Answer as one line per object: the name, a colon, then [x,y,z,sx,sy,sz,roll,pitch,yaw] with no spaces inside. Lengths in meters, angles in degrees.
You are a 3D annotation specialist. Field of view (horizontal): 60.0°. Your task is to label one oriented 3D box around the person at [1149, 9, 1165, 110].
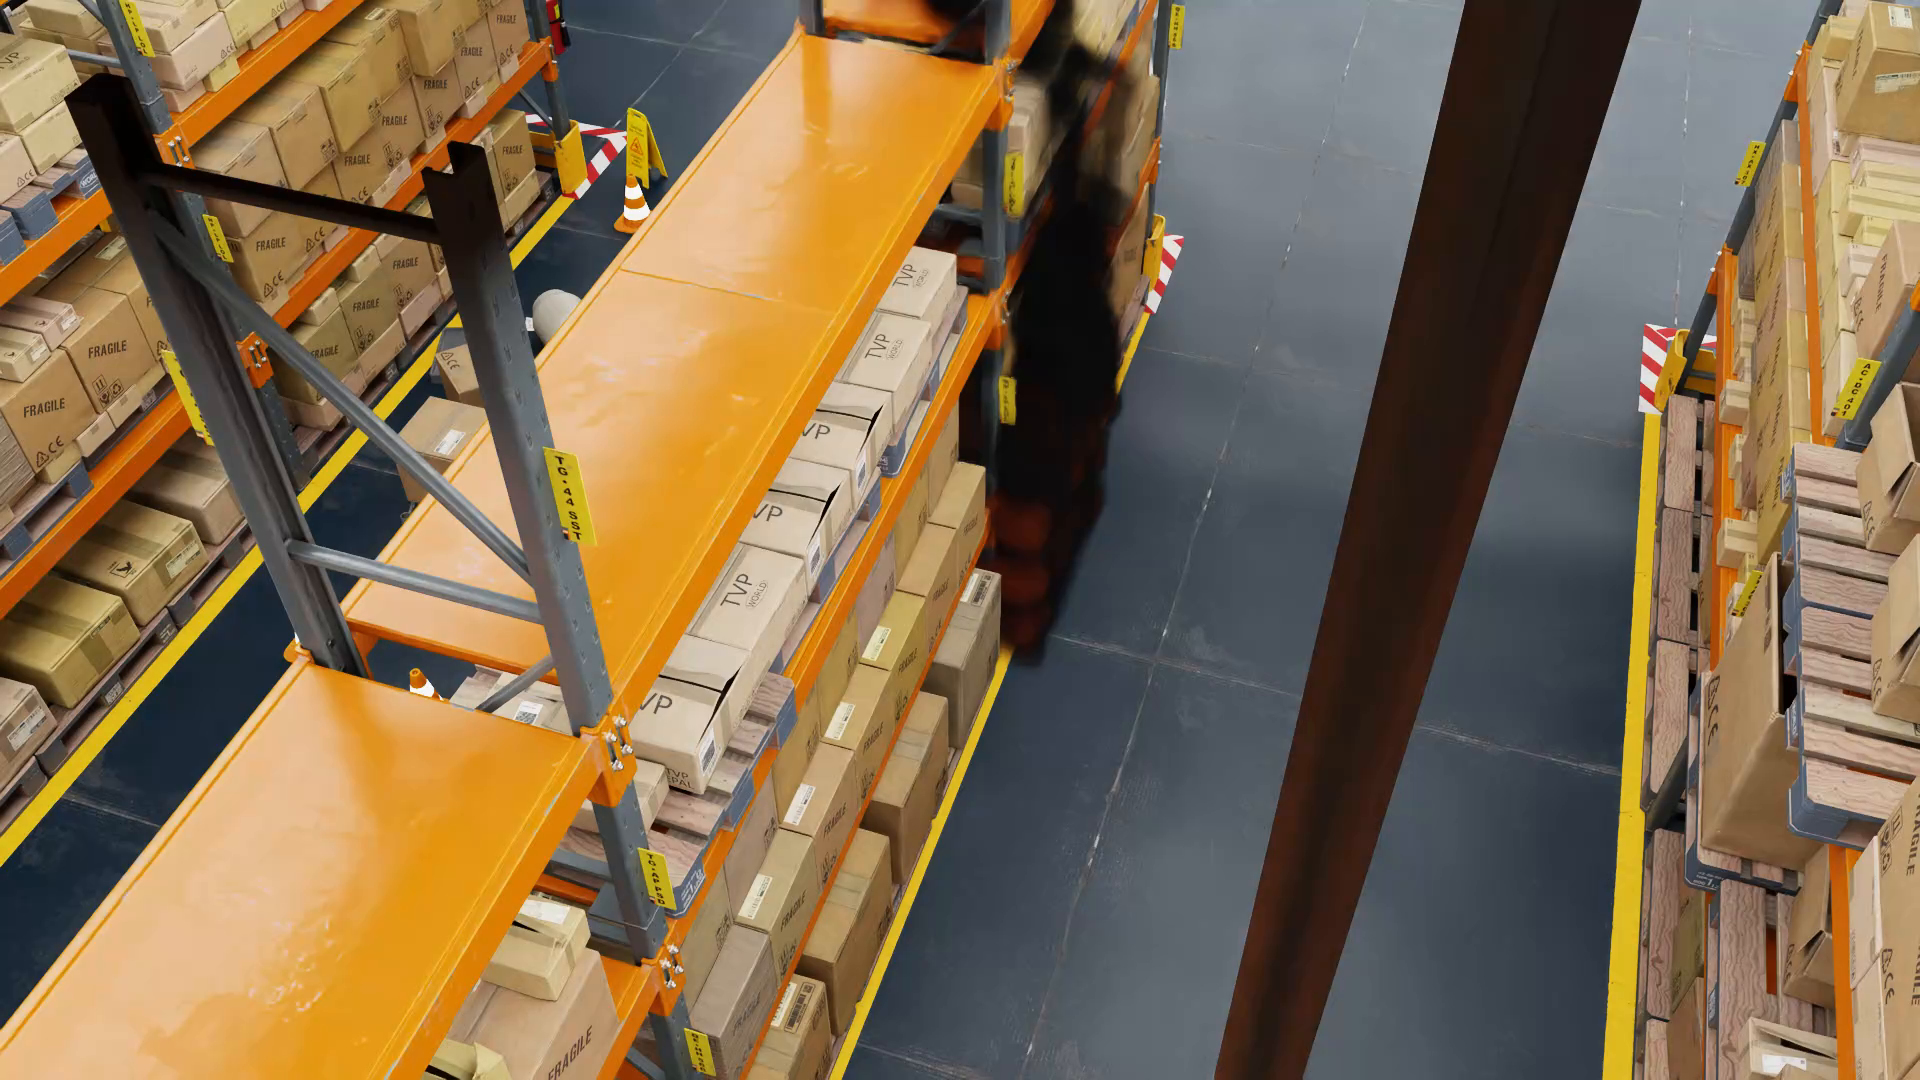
person: [1.487,-4.459,14.234,0.657,1.772,0.896,-21,49,-19]
